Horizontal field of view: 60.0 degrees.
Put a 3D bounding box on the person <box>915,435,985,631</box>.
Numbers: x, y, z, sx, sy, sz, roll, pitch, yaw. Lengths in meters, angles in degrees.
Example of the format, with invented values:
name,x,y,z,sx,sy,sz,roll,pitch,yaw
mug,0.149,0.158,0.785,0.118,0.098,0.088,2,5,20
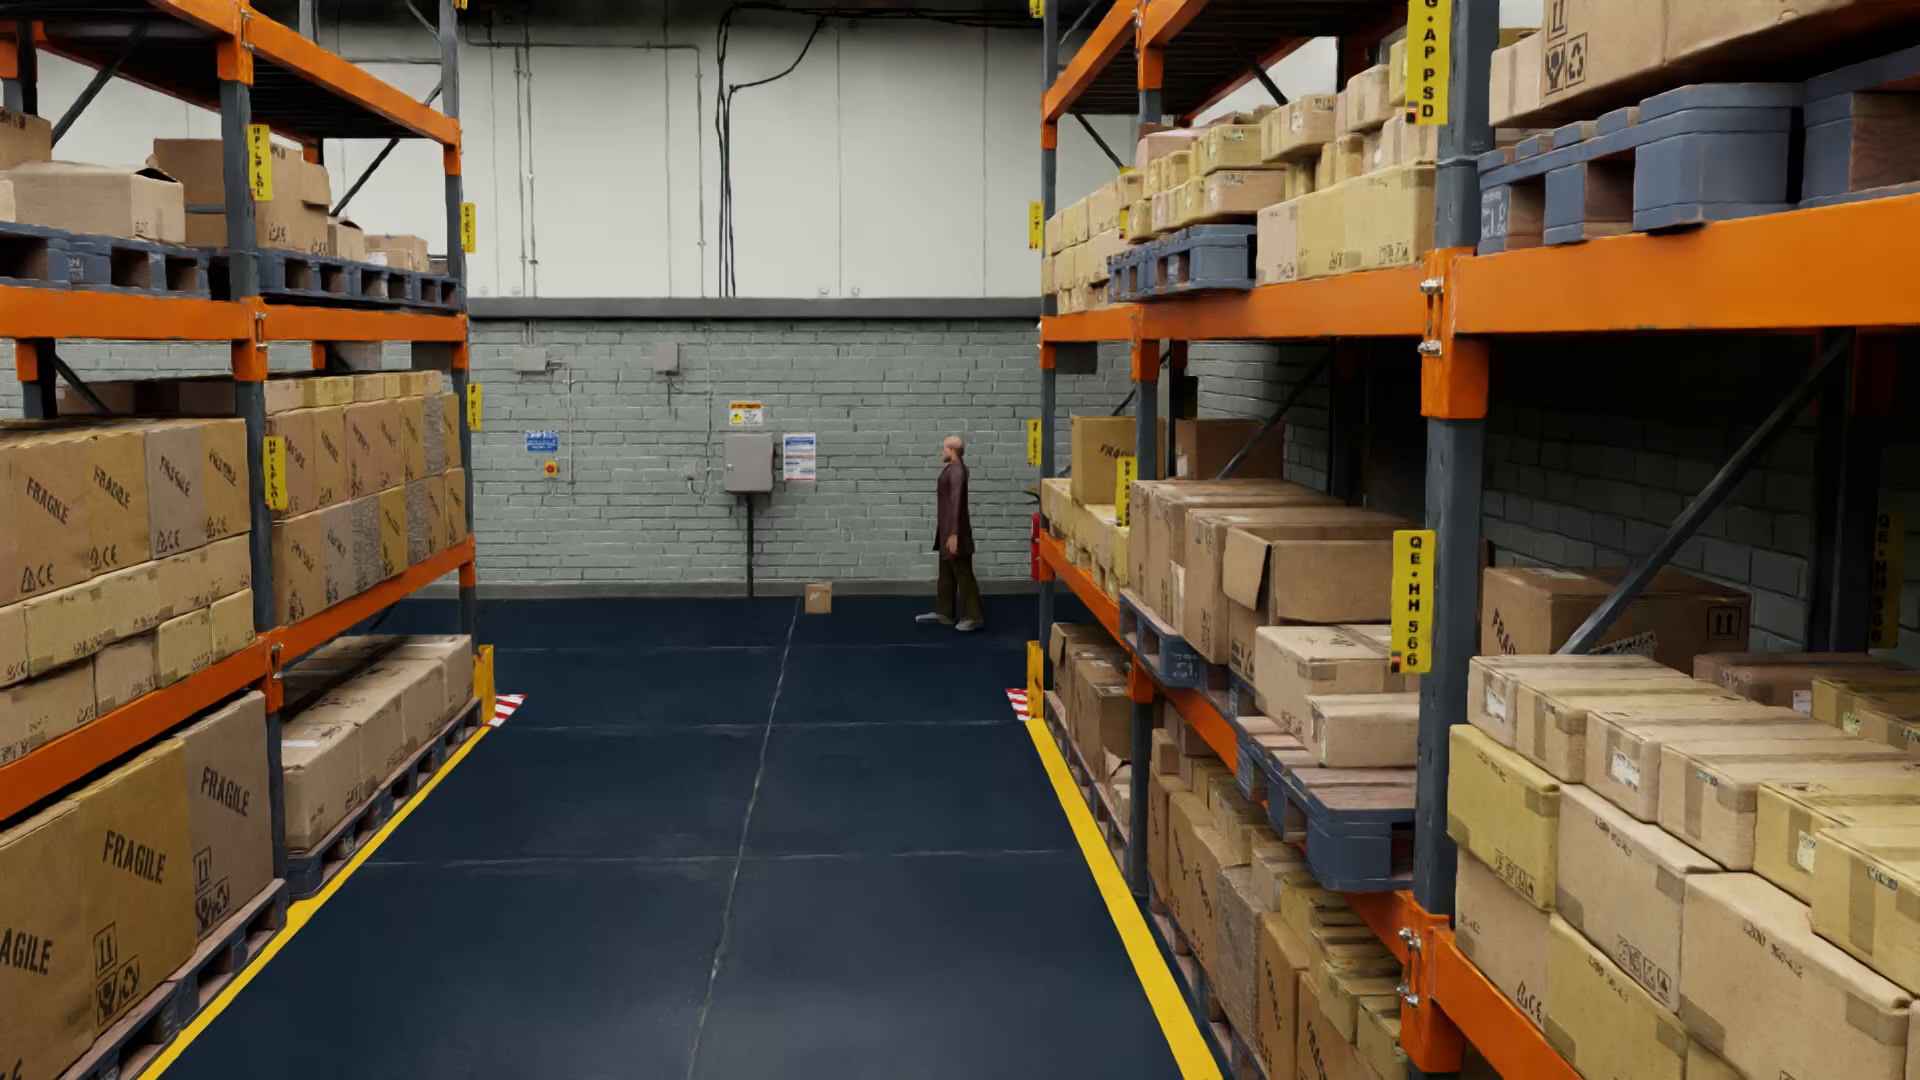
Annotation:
name,x,y,z,sx,sy,sz,roll,pitch,yaw
person,-0.091,-0.080,15.336,0.643,1.776,0.738,0,7,-2
